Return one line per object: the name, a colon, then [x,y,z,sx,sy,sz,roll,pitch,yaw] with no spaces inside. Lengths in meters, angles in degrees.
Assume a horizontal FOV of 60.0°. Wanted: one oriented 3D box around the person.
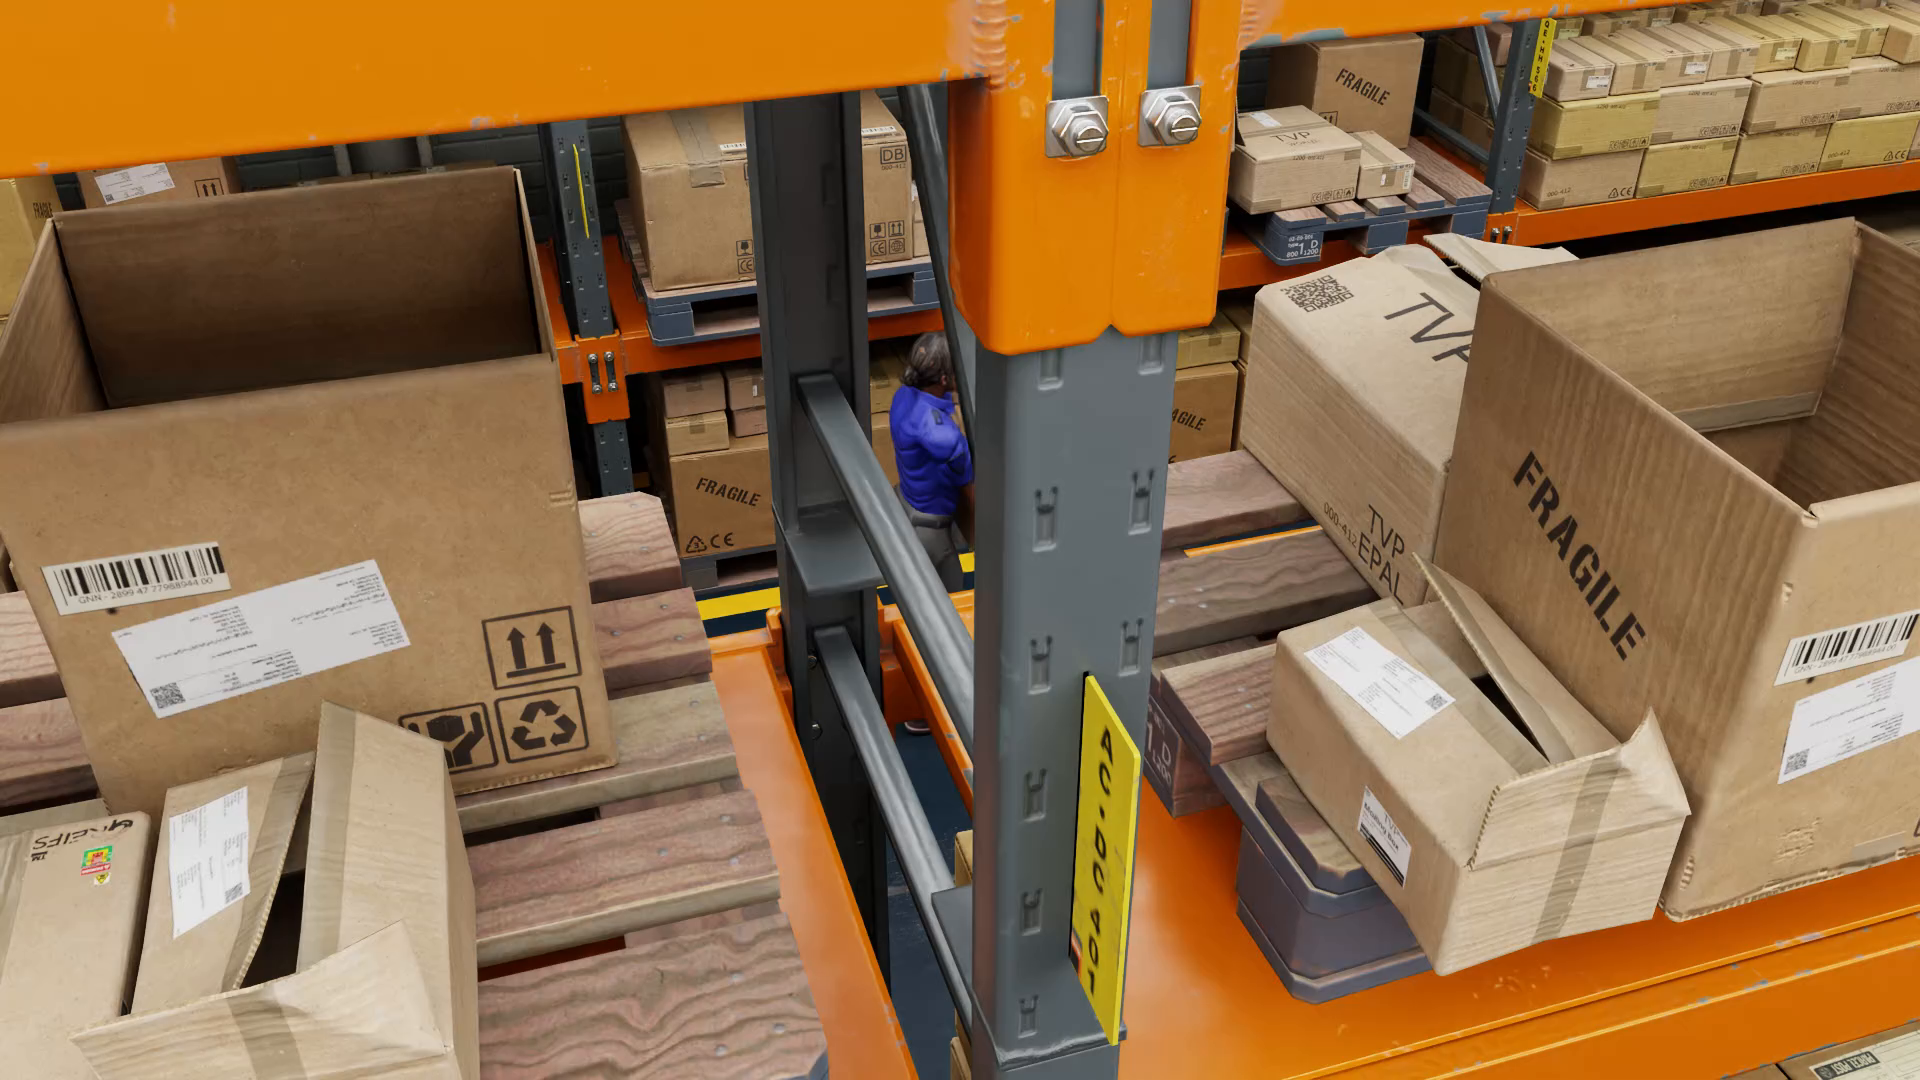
person: [-0.050,-0.037,6.215,0.521,1.652,0.413,-11,36,-15]
